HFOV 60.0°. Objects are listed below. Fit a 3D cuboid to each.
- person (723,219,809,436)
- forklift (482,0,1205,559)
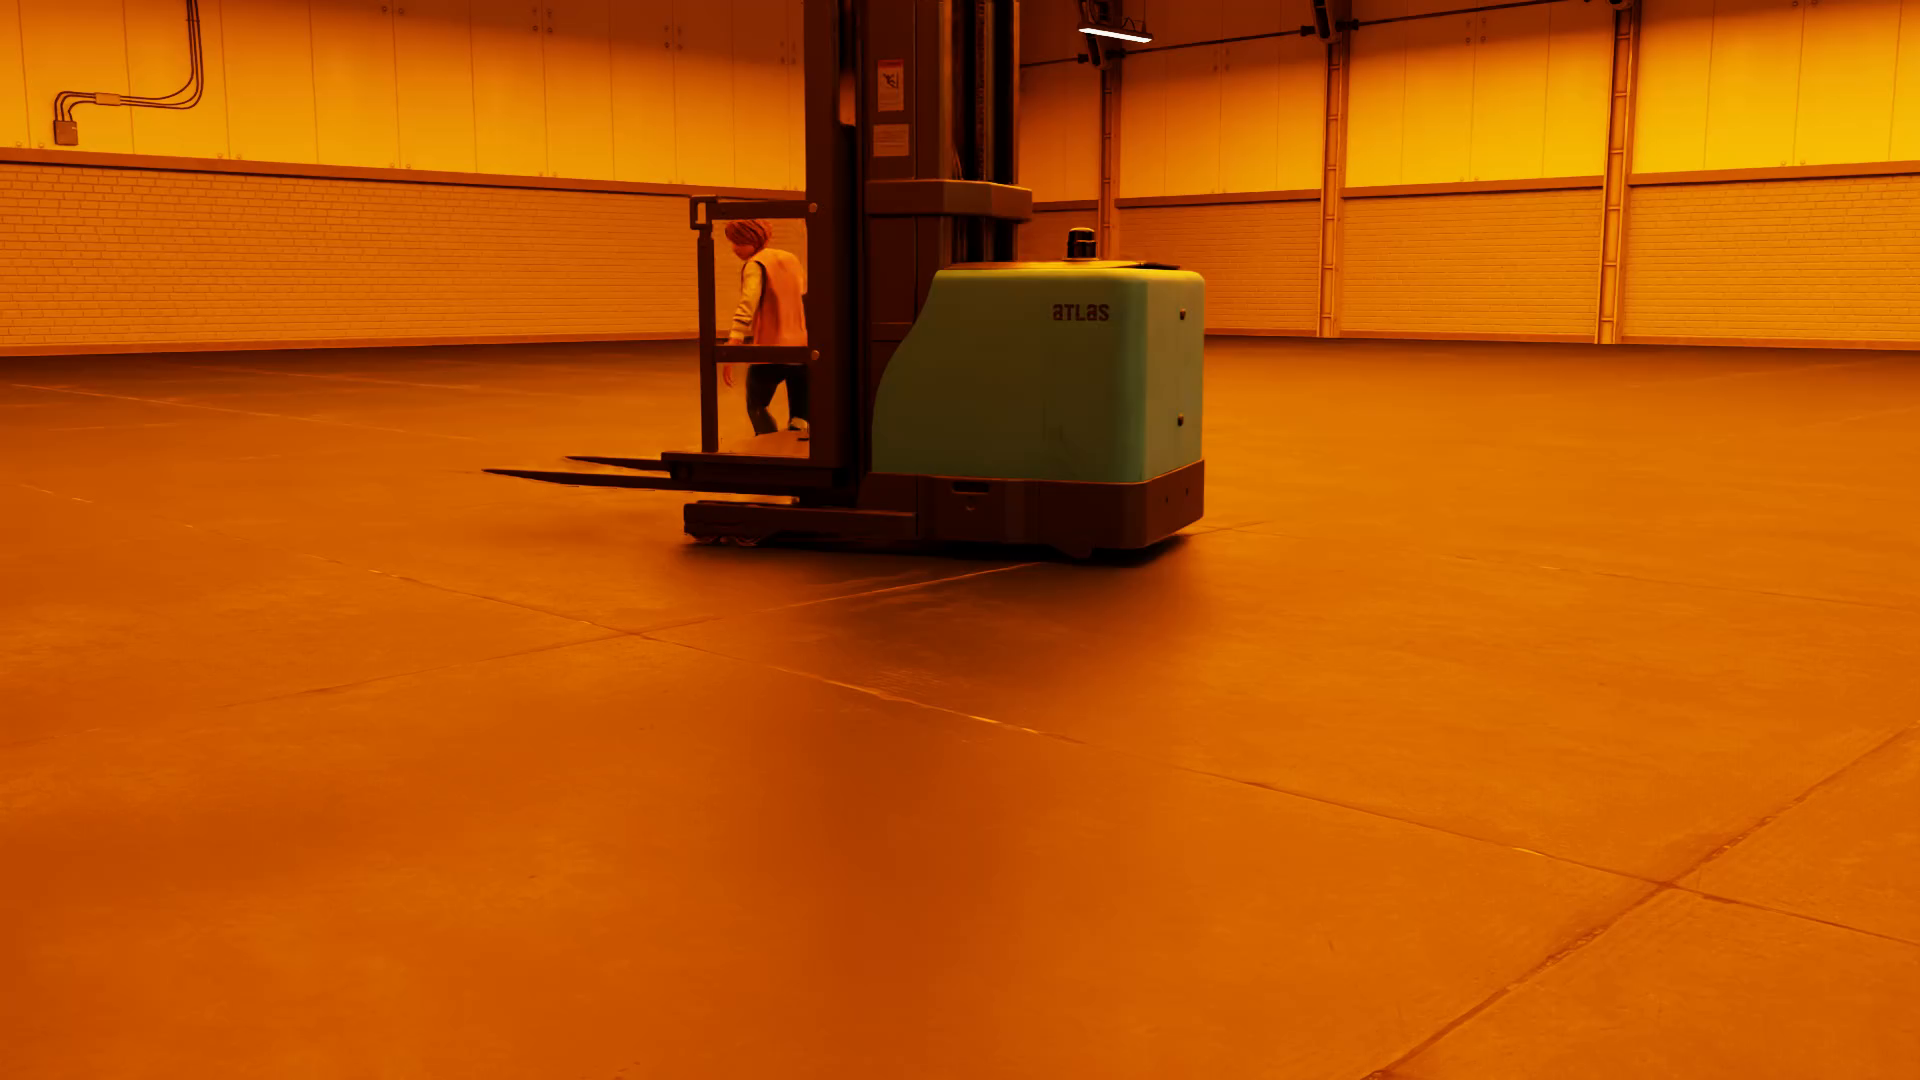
[{"bbox_3d":[-0.945,-0.913,8.185,0.542,1.400,0.751,-5,10,-29],"label":"person"},{"bbox_3d":[-0.561,-1.496,6.811,3.031,2.935,1.130,3,9,22],"label":"forklift"}]
